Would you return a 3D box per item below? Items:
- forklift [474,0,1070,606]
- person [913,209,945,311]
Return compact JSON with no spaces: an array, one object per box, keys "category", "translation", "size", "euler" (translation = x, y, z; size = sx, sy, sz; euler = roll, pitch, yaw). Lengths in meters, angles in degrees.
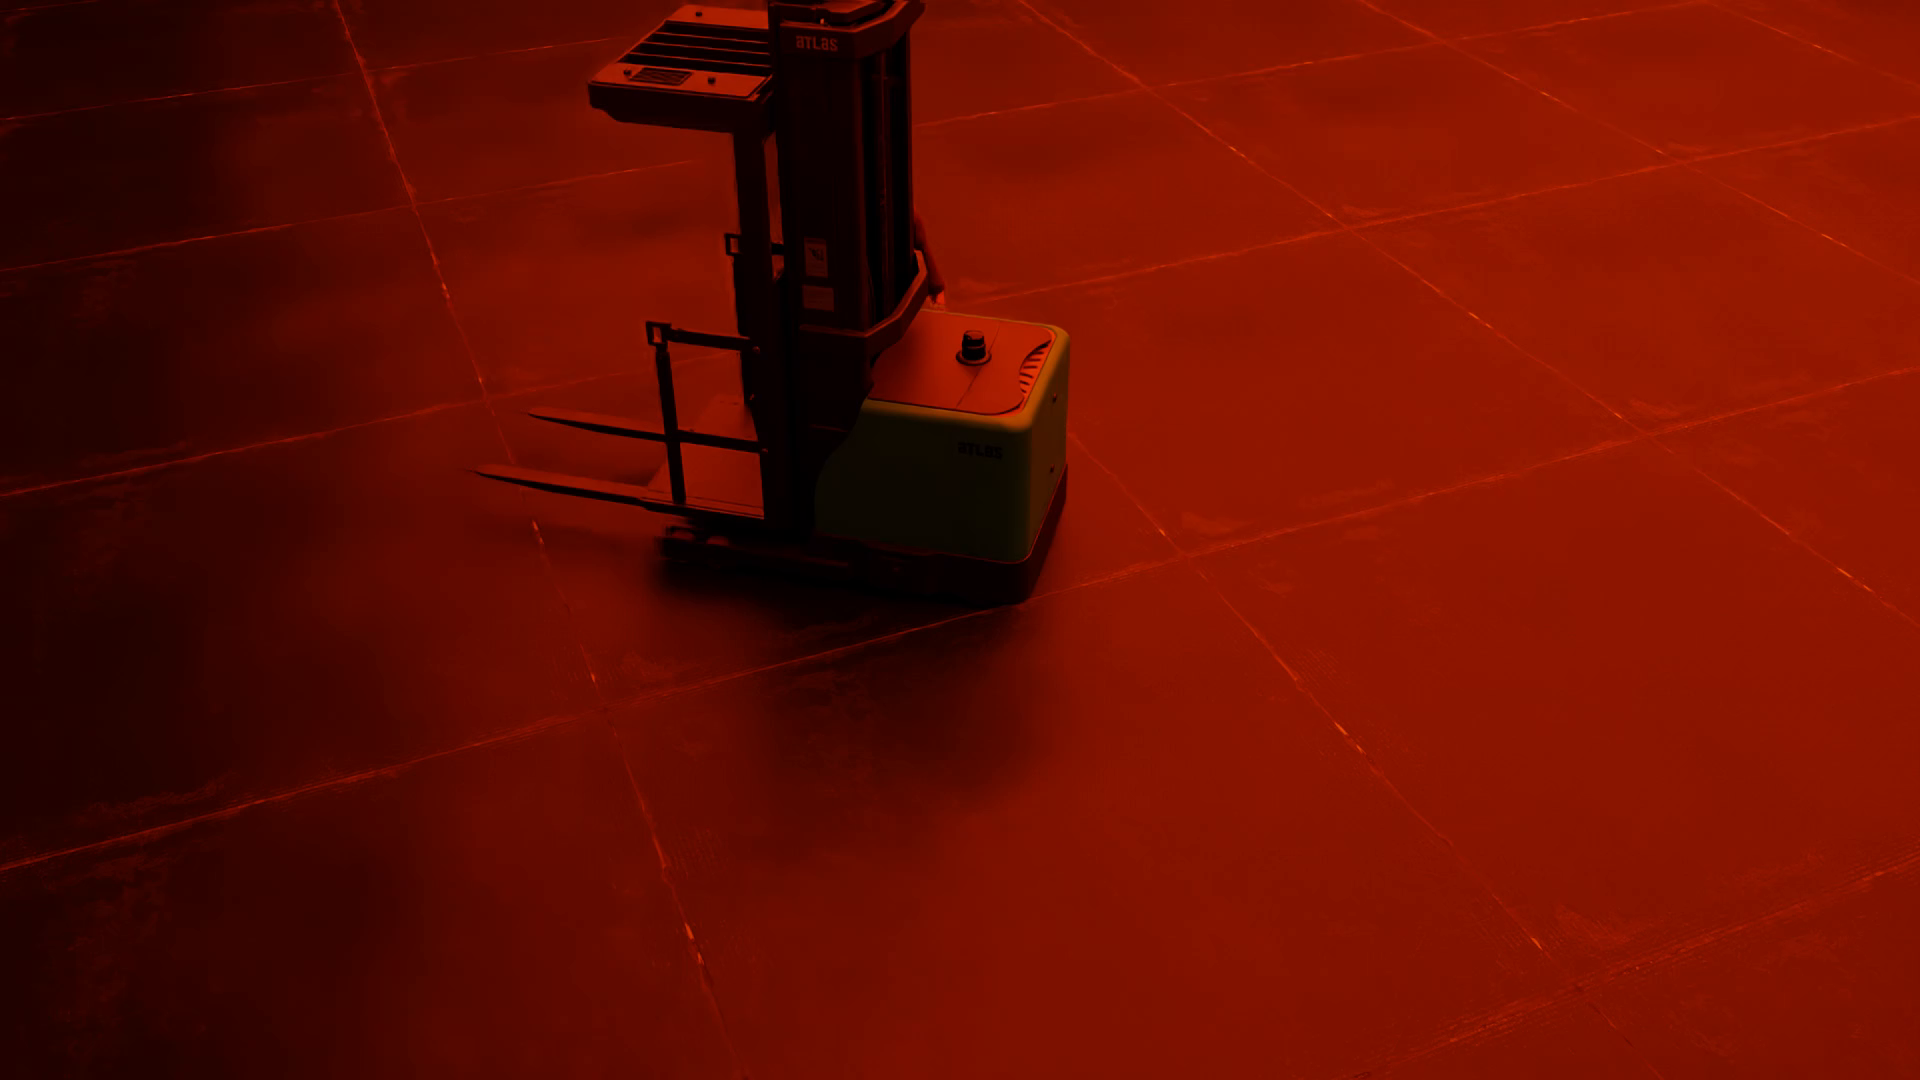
[{"category":"forklift","translation":[-1.013,-1.336,7.977],"size":[3.031,2.935,1.130],"euler":[9,36,12]},{"category":"person","translation":[-0.462,-1.339,9.082],"size":[0.741,1.710,0.913],"euler":[-12,37,-17]}]
